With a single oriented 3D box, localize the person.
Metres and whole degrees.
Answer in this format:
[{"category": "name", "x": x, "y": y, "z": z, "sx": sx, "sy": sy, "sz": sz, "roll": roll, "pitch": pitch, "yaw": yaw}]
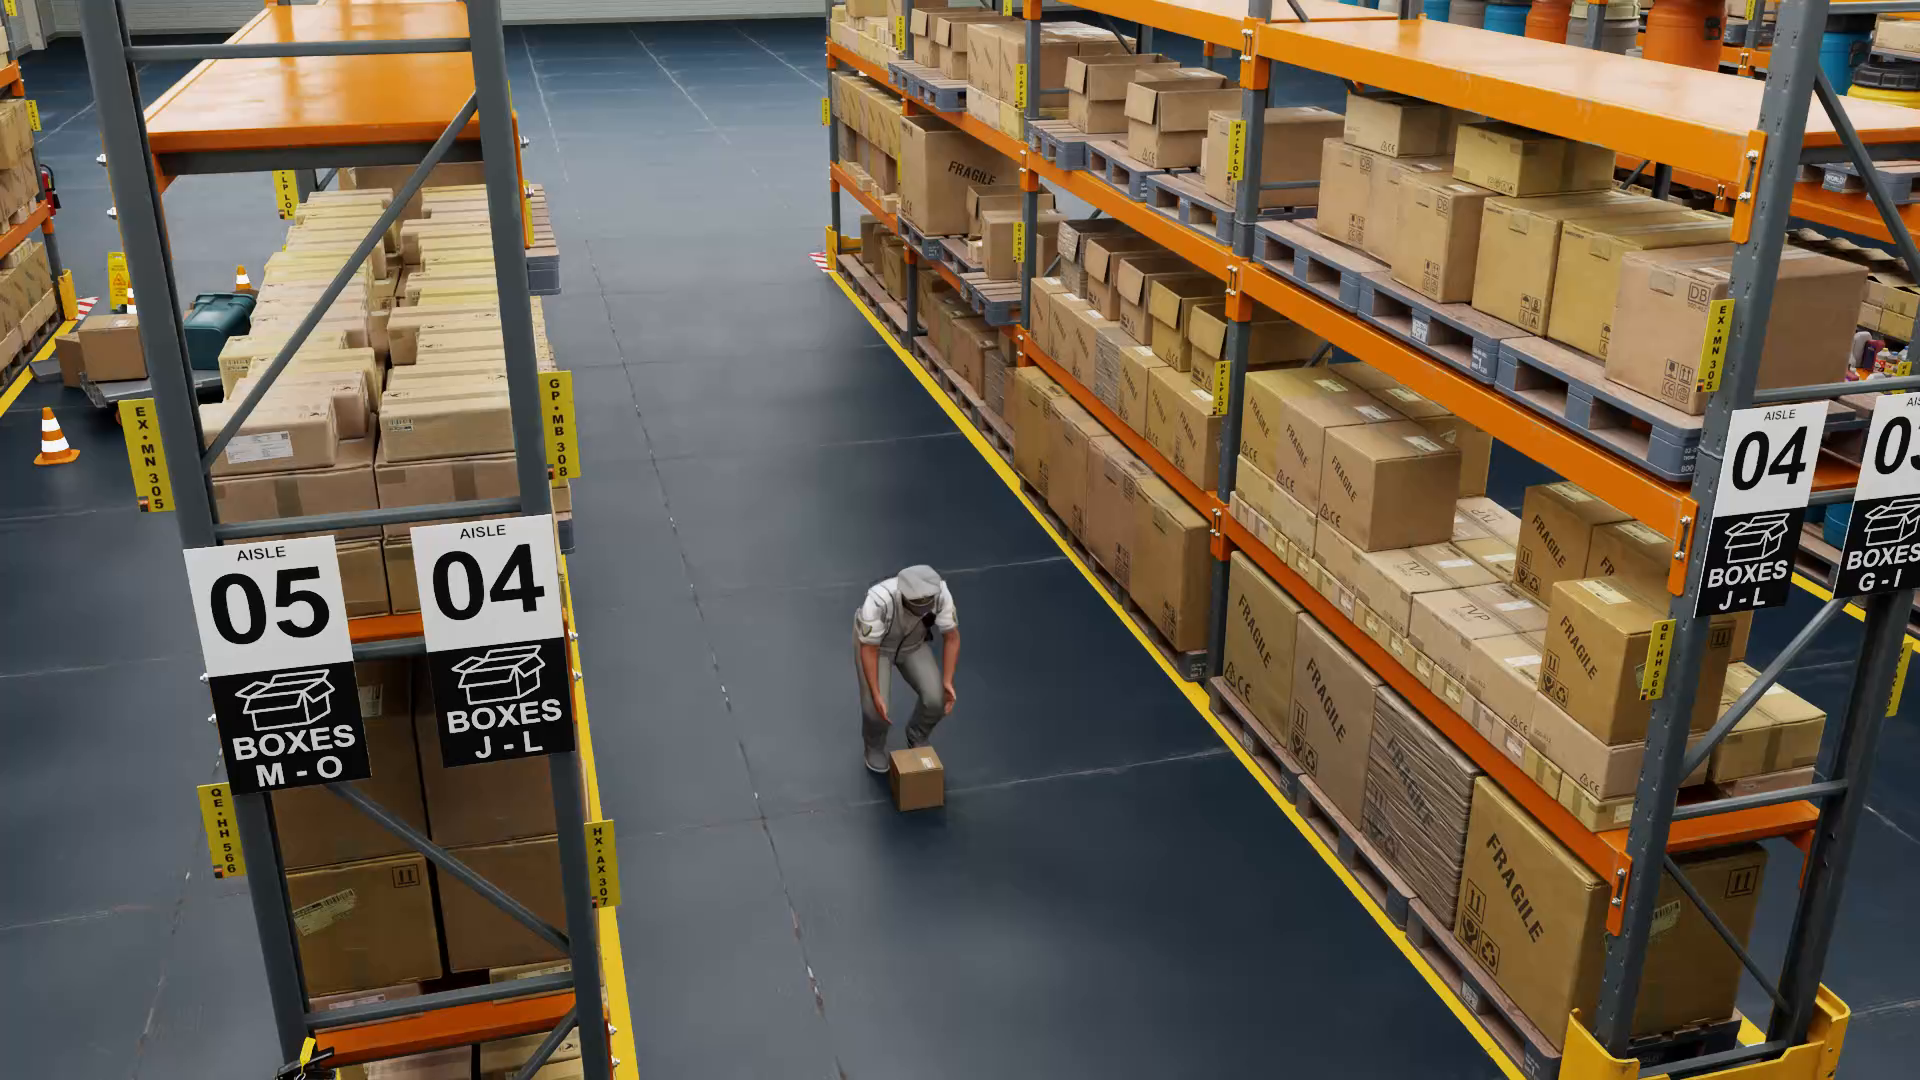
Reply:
[{"category": "person", "x": -0.311, "y": 0.686, "z": 9.548, "sx": 0.589, "sy": 1.351, "sz": 0.841, "roll": -6, "pitch": 24, "yaw": -14}]
